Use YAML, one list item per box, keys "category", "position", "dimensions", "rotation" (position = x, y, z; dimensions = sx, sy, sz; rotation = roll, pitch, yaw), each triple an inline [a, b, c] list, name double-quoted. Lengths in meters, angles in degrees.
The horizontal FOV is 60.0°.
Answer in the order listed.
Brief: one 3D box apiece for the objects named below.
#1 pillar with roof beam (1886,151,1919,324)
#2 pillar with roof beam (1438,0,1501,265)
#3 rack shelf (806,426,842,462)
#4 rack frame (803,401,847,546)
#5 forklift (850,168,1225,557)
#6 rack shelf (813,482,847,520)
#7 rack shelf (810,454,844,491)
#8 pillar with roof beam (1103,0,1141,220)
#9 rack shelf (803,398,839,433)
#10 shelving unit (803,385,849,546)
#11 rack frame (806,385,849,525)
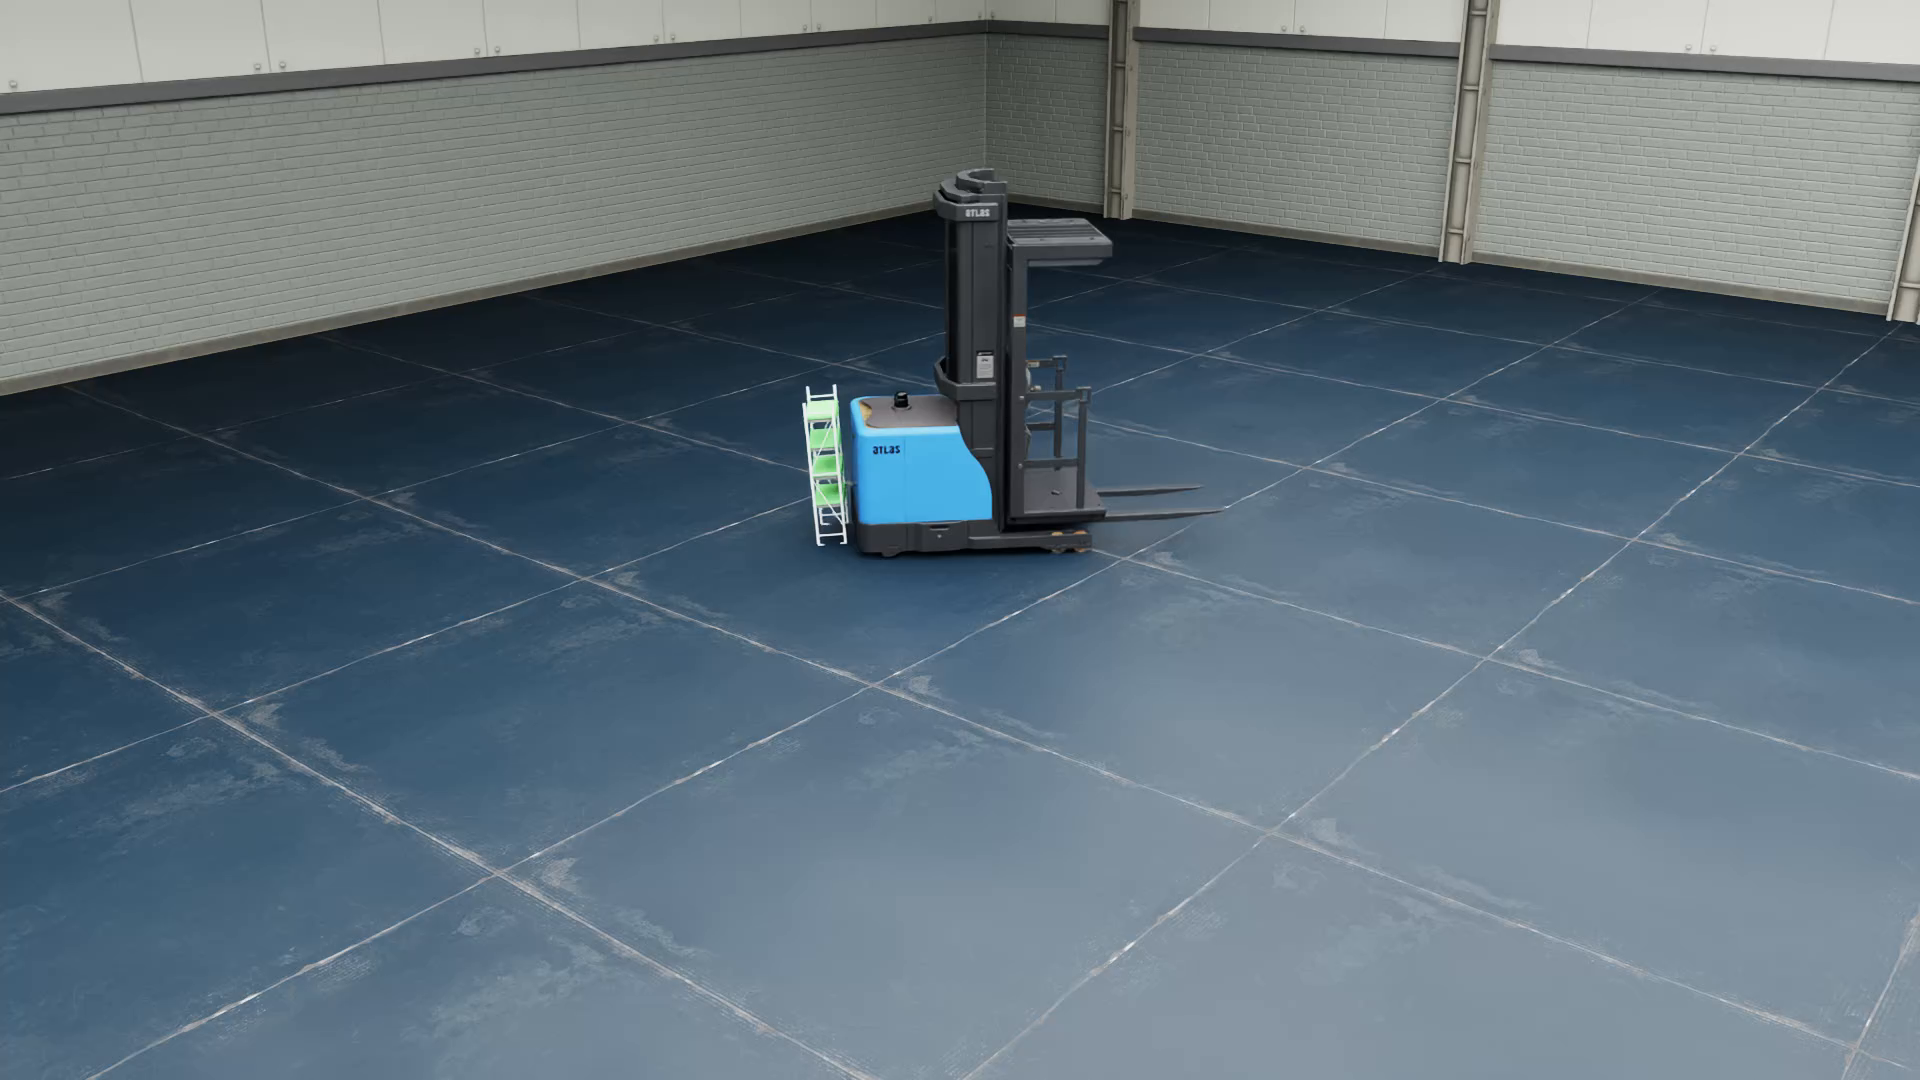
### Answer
- category: "pillar with roof beam"
  position: [9.250, -5.817, 16.340]
  dimensions: [0.400, 9.000, 9.100]
  rotation: [16, 26, 36]
- category: "pillar with roof beam"
  position: [4.602, -7.155, 19.889]
  dimensions: [0.400, 9.000, 9.100]
  rotation: [16, 26, 36]
- category: "rack shelf"
  position: [-1.101, -0.776, 13.503]
  dimensions: [0.258, 0.148, 0.480]
  rotation: [-4, 21, 0]
- category: "rack frame"
  position: [-1.081, -0.525, 13.337]
  dimensions: [0.240, 1.200, 0.015]
  rotation: [-4, 21, 0]
- category: "forklift"
  position: [0.635, -1.451, 13.361]
  dimensions: [3.031, 2.935, 1.130]
  rotation: [-3, 21, -7]
- category: "rack shelf"
  position: [-1.069, -0.328, 13.673]
  dimensions: [0.258, 0.148, 0.480]
  rotation: [-4, 21, 0]
- category: "rack shelf"
  position: [-1.085, -0.552, 13.588]
  dimensions: [0.258, 0.148, 0.480]
  rotation: [-4, 21, 0]
- category: "pillar with roof beam"
  position: [-0.047, -8.494, 23.439]
  dimensions: [0.400, 9.000, 9.100]
  rotation: [16, 26, 36]
- category: "rack shelf"
  position: [-1.117, -1.000, 13.418]
  dimensions: [0.258, 0.148, 0.480]
  rotation: [-4, 21, 0]
- category: "shelving unit"
  position: [-1.089, -0.611, 13.566]
  dimensions: [0.258, 1.200, 0.503]
  rotation: [-4, 21, 0]
- category: "rack frame"
  position: [-1.096, -0.697, 13.794]
  dimensions: [0.240, 1.200, 0.015]
  rotation: [-4, 21, 0]
